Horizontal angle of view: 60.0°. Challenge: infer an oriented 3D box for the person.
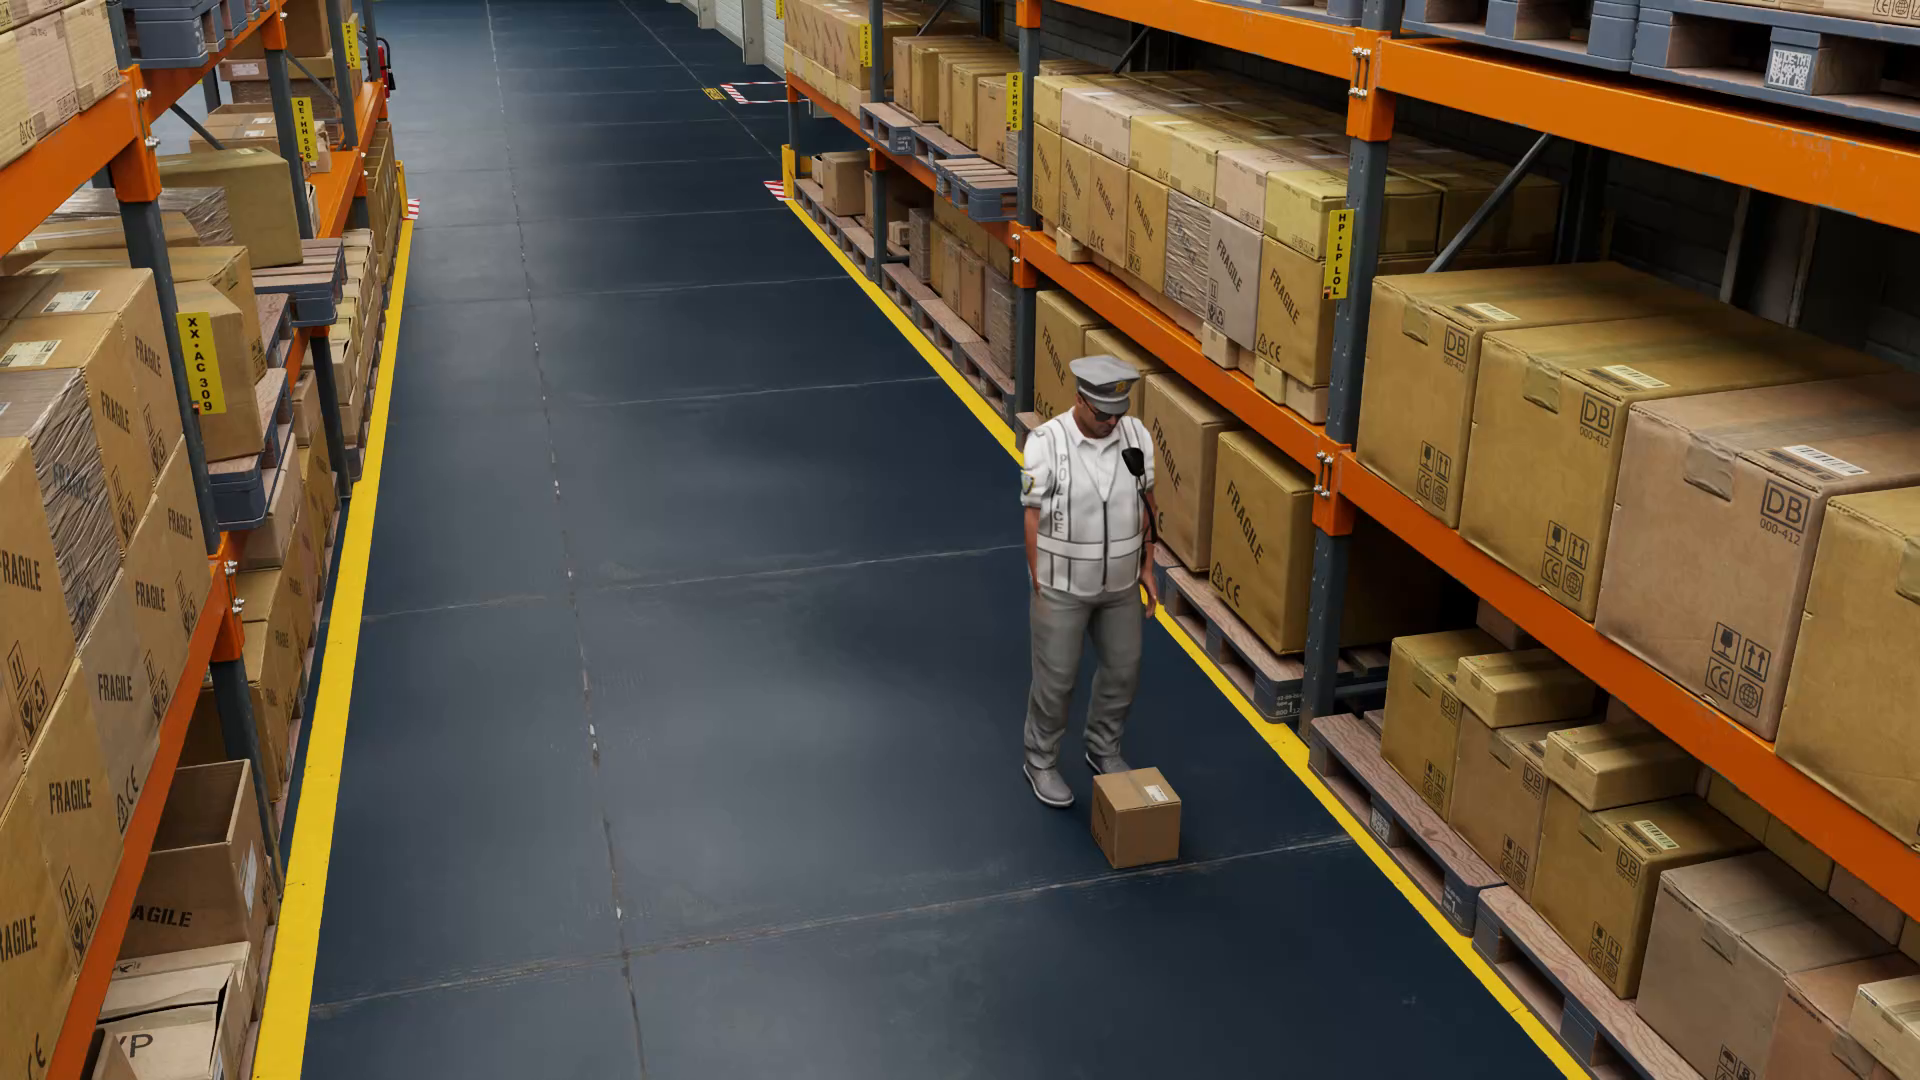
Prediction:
[{"bbox_3d":[0.491,0.149,6.261,0.534,1.736,0.389,-8,24,-18],"label":"person"}]
